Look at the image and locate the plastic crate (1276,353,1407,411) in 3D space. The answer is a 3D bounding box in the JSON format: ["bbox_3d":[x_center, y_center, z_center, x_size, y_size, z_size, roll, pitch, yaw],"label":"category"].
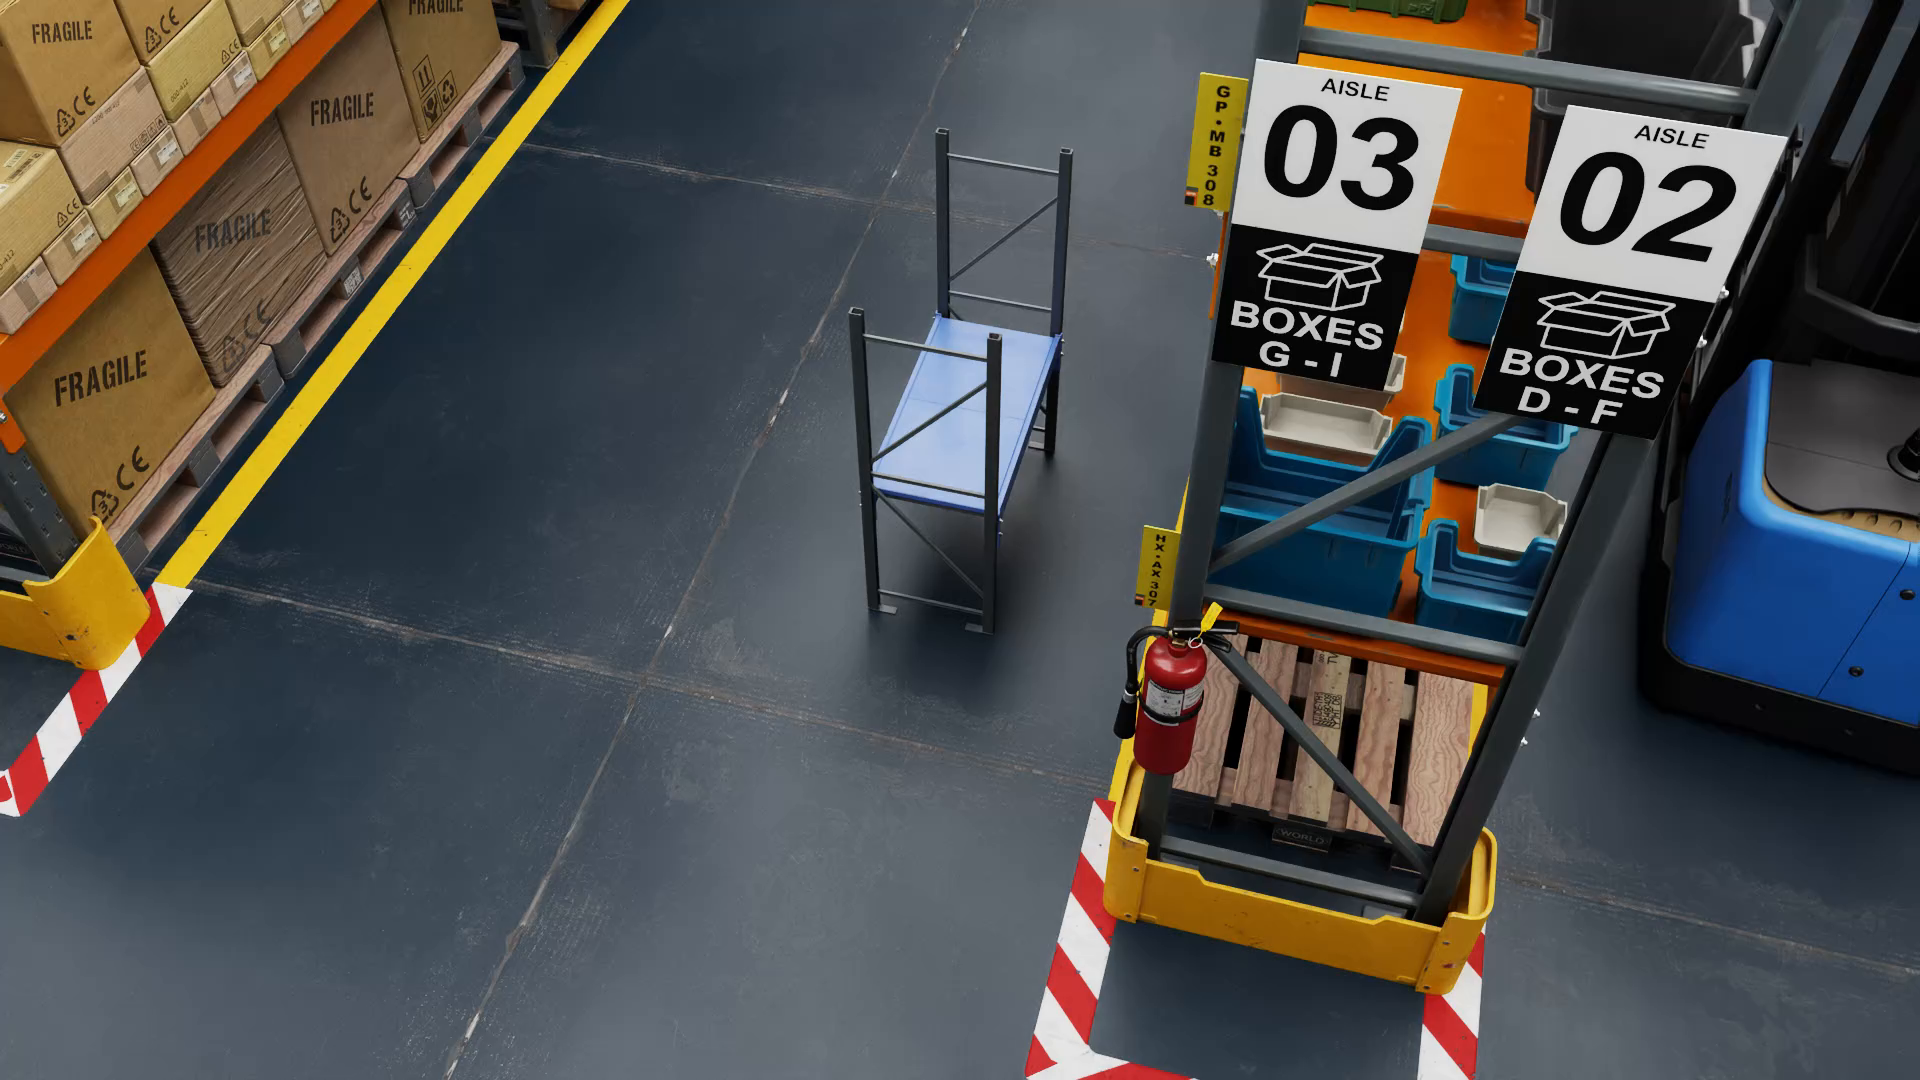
[{"bbox_3d":[1.198,-0.534,5.276,0.396,0.136,0.243,12,50,10],"label":"plastic crate"}]

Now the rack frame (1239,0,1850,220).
[{"bbox_3d":[1.068,-1.755,2.215,1.000,3.000,0.127,12,50,10],"label":"rack frame"}]

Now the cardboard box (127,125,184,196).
[{"bbox_3d":[-3.098,-1.415,6.085,0.380,0.149,0.250,11,49,9],"label":"cardboard box"}]

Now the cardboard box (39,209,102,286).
[{"bbox_3d":[-3.232,-1.041,5.755,0.380,0.149,0.250,11,49,9],"label":"cardboard box"}]

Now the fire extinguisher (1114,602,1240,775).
[{"bbox_3d":[0.590,0.399,4.616,0.296,0.674,0.183,12,50,10],"label":"fire extinguisher"}]

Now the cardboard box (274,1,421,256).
[{"bbox_3d":[-3.145,-1.963,7.538,0.875,0.875,0.875,12,50,10],"label":"cardboard box"}]

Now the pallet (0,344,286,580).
[{"bbox_3d":[-3.575,-0.418,6.897,1.003,0.211,1.213,12,50,10],"label":"pallet"}]

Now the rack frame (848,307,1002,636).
[{"bbox_3d":[-0.111,-0.190,5.836,0.500,1.500,0.032,12,50,10],"label":"rack frame"}]

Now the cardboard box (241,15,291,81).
[{"bbox_3d":[-2.895,-1.968,6.573,0.380,0.149,0.250,10,49,9],"label":"cardboard box"}]

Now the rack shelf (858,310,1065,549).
[{"bbox_3d":[0.022,-0.439,6.296,0.538,0.185,1.000,12,50,10],"label":"rack shelf"}]

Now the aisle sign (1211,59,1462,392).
[{"bbox_3d":[0.766,-0.635,3.495,0.394,0.787,0.004,12,50,10],"label":"aisle sign"}]

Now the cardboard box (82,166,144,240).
[{"bbox_3d":[-3.165,-1.227,5.918,0.380,0.149,0.250,11,49,9],"label":"cardboard box"}]

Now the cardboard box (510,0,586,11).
[{"bbox_3d":[-2.508,-3.543,8.932,1.225,0.875,0.875,12,50,10],"label":"cardboard box"}]

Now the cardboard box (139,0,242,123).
[{"bbox_3d":[-3.057,-1.830,6.185,0.500,0.250,0.500,10,49,9],"label":"cardboard box"}]

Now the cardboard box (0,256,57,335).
[{"bbox_3d":[-3.298,-0.855,5.591,0.380,0.149,0.250,12,50,10],"label":"cardboard box"}]

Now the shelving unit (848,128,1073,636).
[{"bbox_3d":[0.022,-0.558,6.161,0.538,1.500,1.048,12,50,10],"label":"shelving unit"}]

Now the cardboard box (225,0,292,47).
[{"bbox_3d":[-2.925,-2.208,6.519,0.500,0.250,0.500,11,49,9],"label":"cardboard box"}]

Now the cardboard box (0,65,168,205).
[{"bbox_3d":[-3.193,-1.467,5.864,0.500,0.250,0.500,11,49,10],"label":"cardboard box"}]

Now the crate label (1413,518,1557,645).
[{"bbox_3d":[1.451,0.152,4.605,0.416,0.233,0.303,12,50,10],"label":"crate label"}]

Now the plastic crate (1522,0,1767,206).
[{"bbox_3d":[1.438,-0.942,3.586,0.497,0.269,0.590,12,50,10],"label":"plastic crate"}]

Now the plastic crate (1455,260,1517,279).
[{"bbox_3d":[1.876,-1.017,5.637,0.416,0.233,0.300,12,50,10],"label":"plastic crate"}]

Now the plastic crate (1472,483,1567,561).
[{"bbox_3d":[1.615,-0.031,4.832,0.250,0.136,0.298,12,50,10],"label":"plastic crate"}]

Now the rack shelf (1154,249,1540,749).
[{"bbox_3d":[1.594,-0.978,6.011,1.077,0.370,4.000,12,50,10],"label":"rack shelf"}]

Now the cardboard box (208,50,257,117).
[{"bbox_3d":[-2.962,-1.786,6.412,0.380,0.149,0.250,11,50,10],"label":"cardboard box"}]

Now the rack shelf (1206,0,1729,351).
[{"bbox_3d":[1.594,-1.971,4.887,1.077,0.370,4.000,12,50,10],"label":"rack shelf"}]

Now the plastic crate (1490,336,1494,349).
[{"bbox_3d":[1.793,-0.522,5.265,0.250,0.136,0.298,12,50,10],"label":"plastic crate"}]

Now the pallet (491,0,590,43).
[{"bbox_3d":[-2.527,-3.290,9.432,1.003,0.211,1.213,12,50,10],"label":"pallet"}]

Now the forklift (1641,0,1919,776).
[{"bbox_3d":[3.501,-1.269,5.834,1.130,2.935,3.031,16,50,13],"label":"forklift"}]

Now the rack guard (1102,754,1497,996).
[{"bbox_3d":[1.074,1.078,5.384,1.175,0.500,0.348,12,50,10],"label":"rack guard"}]

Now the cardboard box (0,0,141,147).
[{"bbox_3d":[-3.192,-1.699,5.570,0.500,0.500,0.500,10,49,9],"label":"cardboard box"}]

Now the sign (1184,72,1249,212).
[{"bbox_3d":[0.533,-0.824,3.465,0.100,0.325,0.005,12,50,10],"label":"sign"}]

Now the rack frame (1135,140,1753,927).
[{"bbox_3d":[1.068,0.231,4.465,1.000,3.000,0.127,12,50,10],"label":"rack frame"}]

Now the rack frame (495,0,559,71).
[{"bbox_3d":[-2.657,-3.640,7.881,1.000,3.000,0.127,12,50,10],"label":"rack frame"}]

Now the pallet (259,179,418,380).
[{"bbox_3d":[-3.252,-1.298,7.673,1.003,0.211,1.213,12,50,10],"label":"pallet"}]

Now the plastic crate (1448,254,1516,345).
[{"bbox_3d":[1.797,-0.800,5.446,0.416,0.233,0.300,12,50,10],"label":"plastic crate"}]

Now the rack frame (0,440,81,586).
[{"bbox_3d":[-3.710,-0.747,5.327,1.000,3.000,0.127,12,50,10],"label":"rack frame"}]

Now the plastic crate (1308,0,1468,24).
[{"bbox_3d":[1.052,-1.462,4.099,0.450,0.188,0.336,12,50,10],"label":"plastic crate"}]

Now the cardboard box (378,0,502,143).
[{"bbox_3d":[-2.908,-2.614,8.113,0.875,0.875,0.875,12,50,10],"label":"cardboard box"}]

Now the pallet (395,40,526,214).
[{"bbox_3d":[-2.933,-2.183,8.455,1.003,0.211,1.213,12,50,10],"label":"pallet"}]

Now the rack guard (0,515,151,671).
[{"bbox_3d":[-3.717,0.098,6.249,1.175,0.500,0.348,12,50,10],"label":"rack guard"}]

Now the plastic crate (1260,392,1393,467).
[{"bbox_3d":[1.108,-0.328,5.093,0.396,0.136,0.243,12,50,10],"label":"plastic crate"}]

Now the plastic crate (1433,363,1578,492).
[{"bbox_3d":[1.624,-0.324,5.026,0.416,0.233,0.300,12,50,10],"label":"plastic crate"}]

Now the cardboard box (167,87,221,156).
[{"bbox_3d":[-3.030,-1.599,6.247,0.380,0.149,0.250,11,49,9],"label":"cardboard box"}]

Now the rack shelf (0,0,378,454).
[{"bbox_3d":[-3.184,-1.955,6.874,1.077,0.370,4.000,12,50,10],"label":"rack shelf"}]

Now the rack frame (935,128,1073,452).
[{"bbox_3d":[0.156,-0.926,6.486,0.500,1.500,0.032,12,50,10],"label":"rack frame"}]

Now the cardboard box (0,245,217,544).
[{"bbox_3d":[-3.619,-0.661,6.389,0.875,0.875,0.875,12,50,10],"label":"cardboard box"}]

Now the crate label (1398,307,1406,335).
[{"bbox_3d":[1.248,-0.741,5.458,0.396,0.136,0.243,12,50,10],"label":"crate label"}]

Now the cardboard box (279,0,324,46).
[{"bbox_3d":[-2.828,-2.158,6.741,0.380,0.149,0.250,12,50,11],"label":"cardboard box"}]

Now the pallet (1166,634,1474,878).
[{"bbox_3d":[1.323,0.564,6.030,1.003,0.211,1.213,12,50,10],"label":"pallet"}]

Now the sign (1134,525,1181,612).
[{"bbox_3d":[0.533,0.080,4.489,0.100,0.325,0.005,12,50,10],"label":"sign"}]

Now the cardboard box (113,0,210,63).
[{"bbox_3d":[-3.061,-2.075,5.901,0.500,0.500,0.500,10,49,9],"label":"cardboard box"}]

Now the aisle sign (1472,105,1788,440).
[{"bbox_3d":[1.336,-0.519,3.392,0.394,0.787,0.004,12,50,10],"label":"aisle sign"}]

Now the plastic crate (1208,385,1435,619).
[{"bbox_3d":[0.976,-0.080,4.675,0.616,0.435,0.499,12,50,10],"label":"plastic crate"}]

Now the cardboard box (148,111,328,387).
[{"bbox_3d":[-3.379,-1.320,6.970,0.875,0.875,0.875,12,50,10],"label":"cardboard box"}]

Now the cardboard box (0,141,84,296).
[{"bbox_3d":[-3.323,-1.090,5.531,0.500,0.250,0.500,10,49,9],"label":"cardboard box"}]

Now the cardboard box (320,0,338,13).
[{"bbox_3d":[-2.760,-2.342,6.903,0.380,0.149,0.250,11,49,9],"label":"cardboard box"}]
